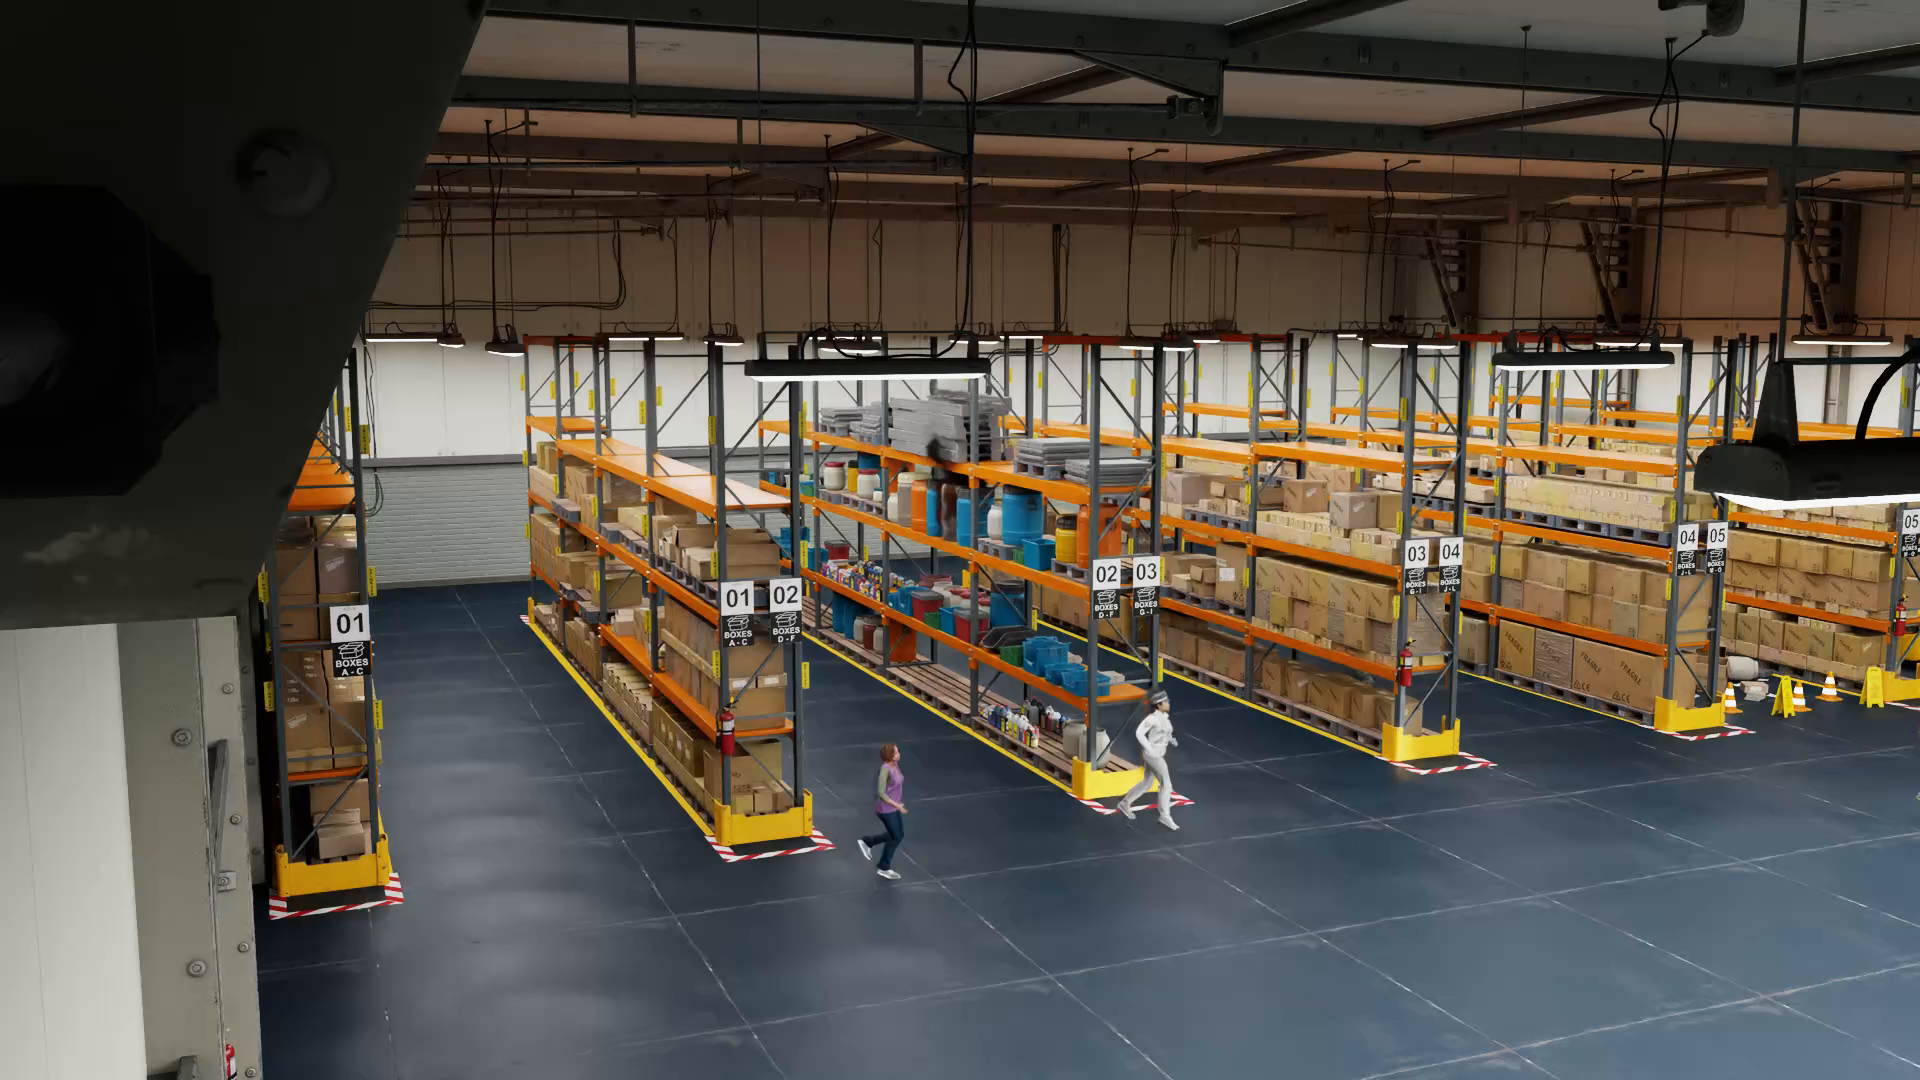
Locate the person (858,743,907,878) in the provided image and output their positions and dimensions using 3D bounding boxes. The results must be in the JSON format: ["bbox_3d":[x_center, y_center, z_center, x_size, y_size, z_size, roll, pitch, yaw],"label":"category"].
[{"bbox_3d":[-0.870,3.068,18.921,0.606,1.576,0.561,1,8,10],"label":"person"}]

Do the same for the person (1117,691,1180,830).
[{"bbox_3d":[2.404,2.726,20.886,0.795,1.731,0.614,2,8,15],"label":"person"}]

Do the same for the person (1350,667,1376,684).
[{"bbox_3d":[7.106,1.639,29.173,0.579,1.729,0.764,-6,9,-36],"label":"person"}]
